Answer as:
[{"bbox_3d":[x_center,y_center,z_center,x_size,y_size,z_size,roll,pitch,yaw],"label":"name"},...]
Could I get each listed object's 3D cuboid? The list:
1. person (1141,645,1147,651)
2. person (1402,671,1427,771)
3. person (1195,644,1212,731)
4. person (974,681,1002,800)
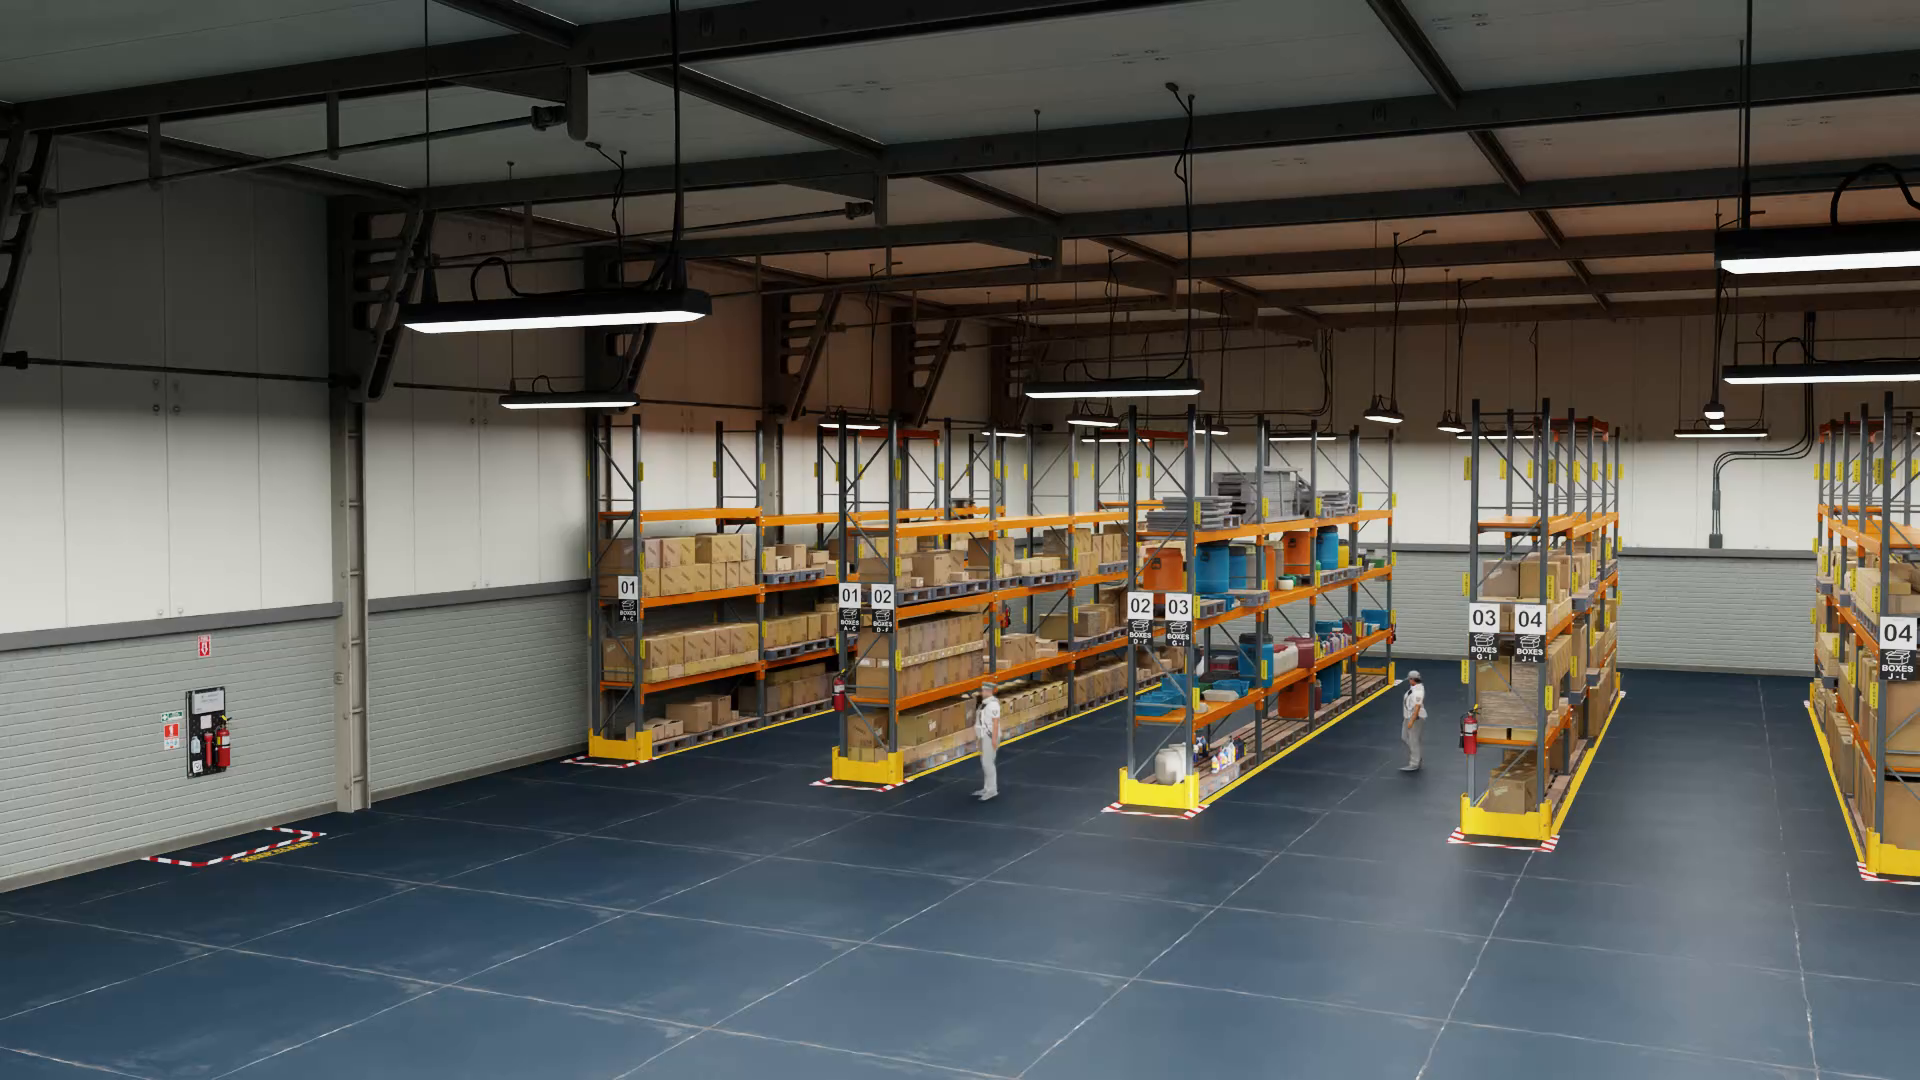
[{"bbox_3d":[4.713,2.380,43.785,0.574,1.730,0.955,1,3,26],"label":"person"},{"bbox_3d":[7.628,3.048,27.956,0.429,1.711,0.558,0,2,1],"label":"person"},{"bbox_3d":[4.713,2.842,32.249,0.416,1.662,0.503,0,2,10],"label":"person"},{"bbox_3d":[0.421,3.081,25.650,0.411,1.811,0.604,-1,2,-14],"label":"person"}]
